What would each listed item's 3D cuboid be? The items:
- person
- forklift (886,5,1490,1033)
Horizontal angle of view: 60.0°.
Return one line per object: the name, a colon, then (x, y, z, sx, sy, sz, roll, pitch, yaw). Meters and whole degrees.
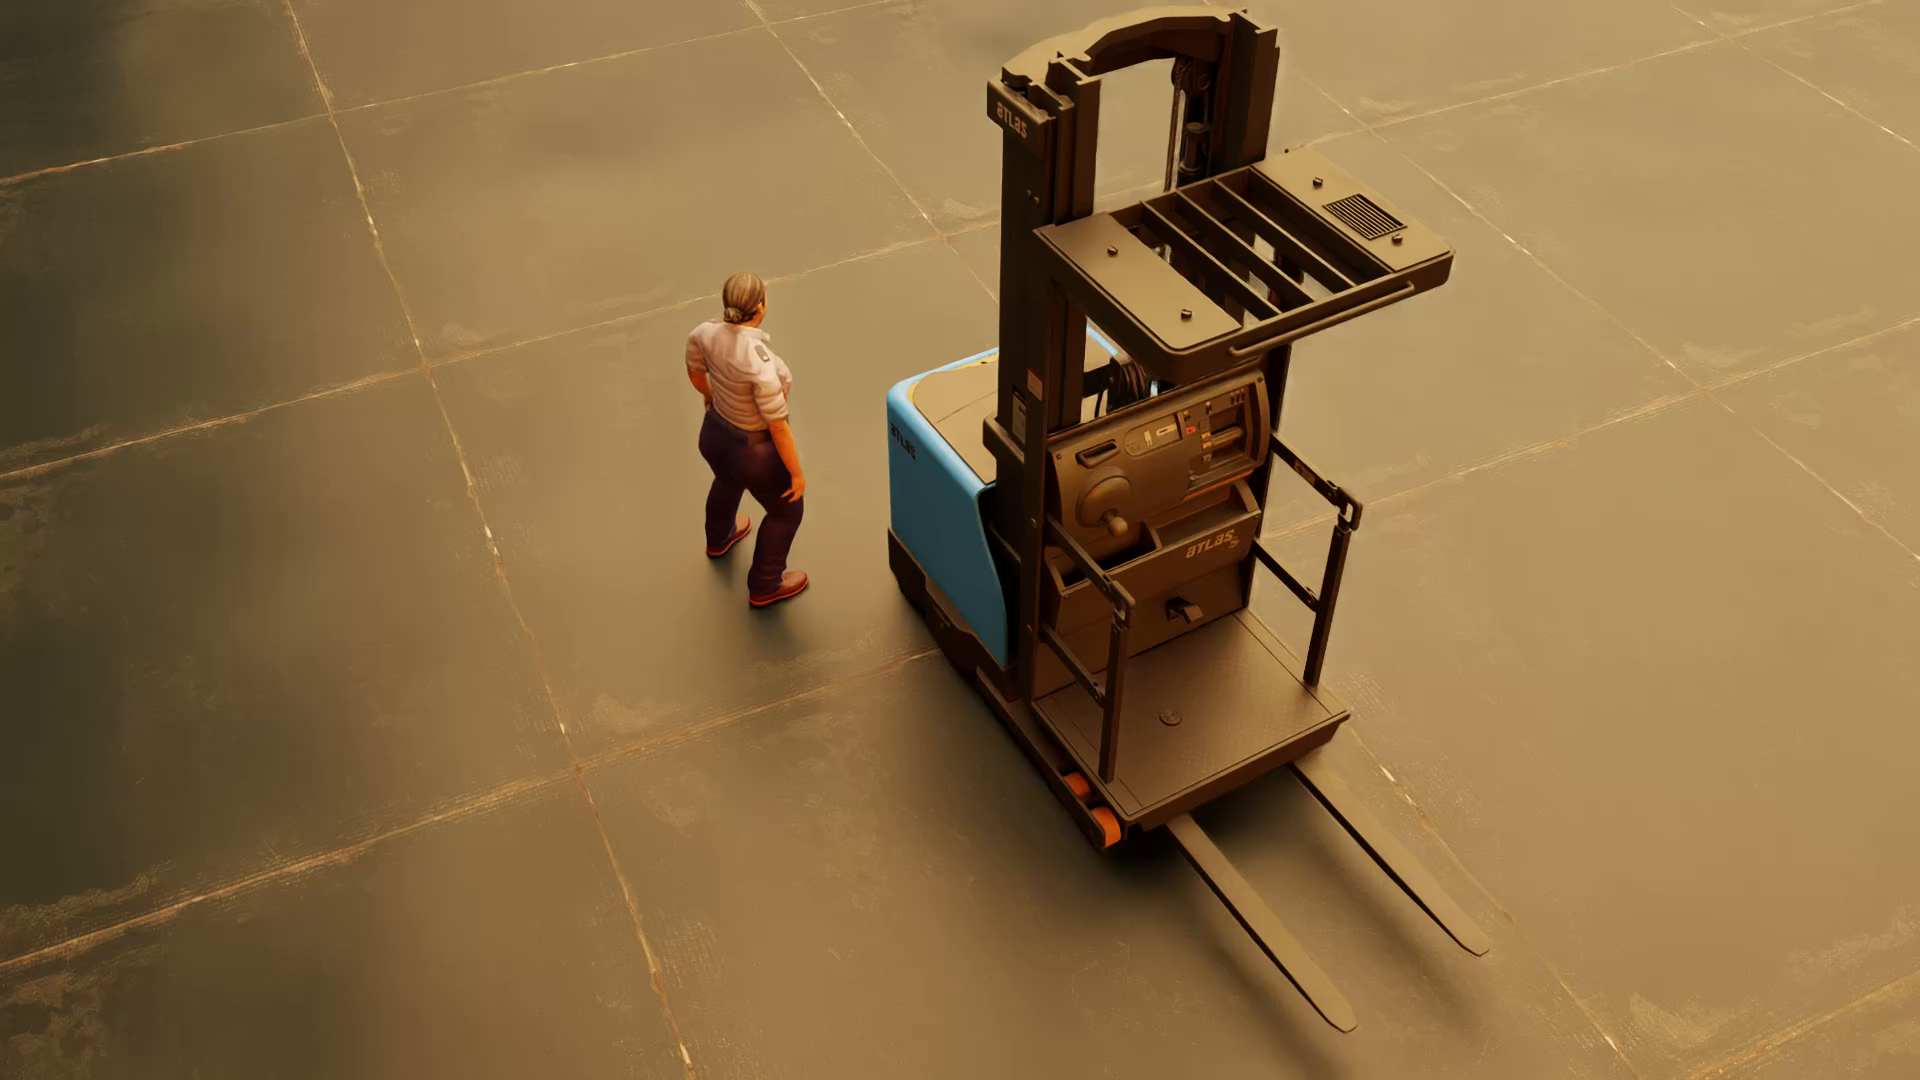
person: (-0.904, -0.445, 7.116, 0.726, 1.628, 0.396, 31, 51, 29)
forklift: (0.849, -0.227, 5.924, 1.130, 2.935, 3.031, -22, 47, -21)
